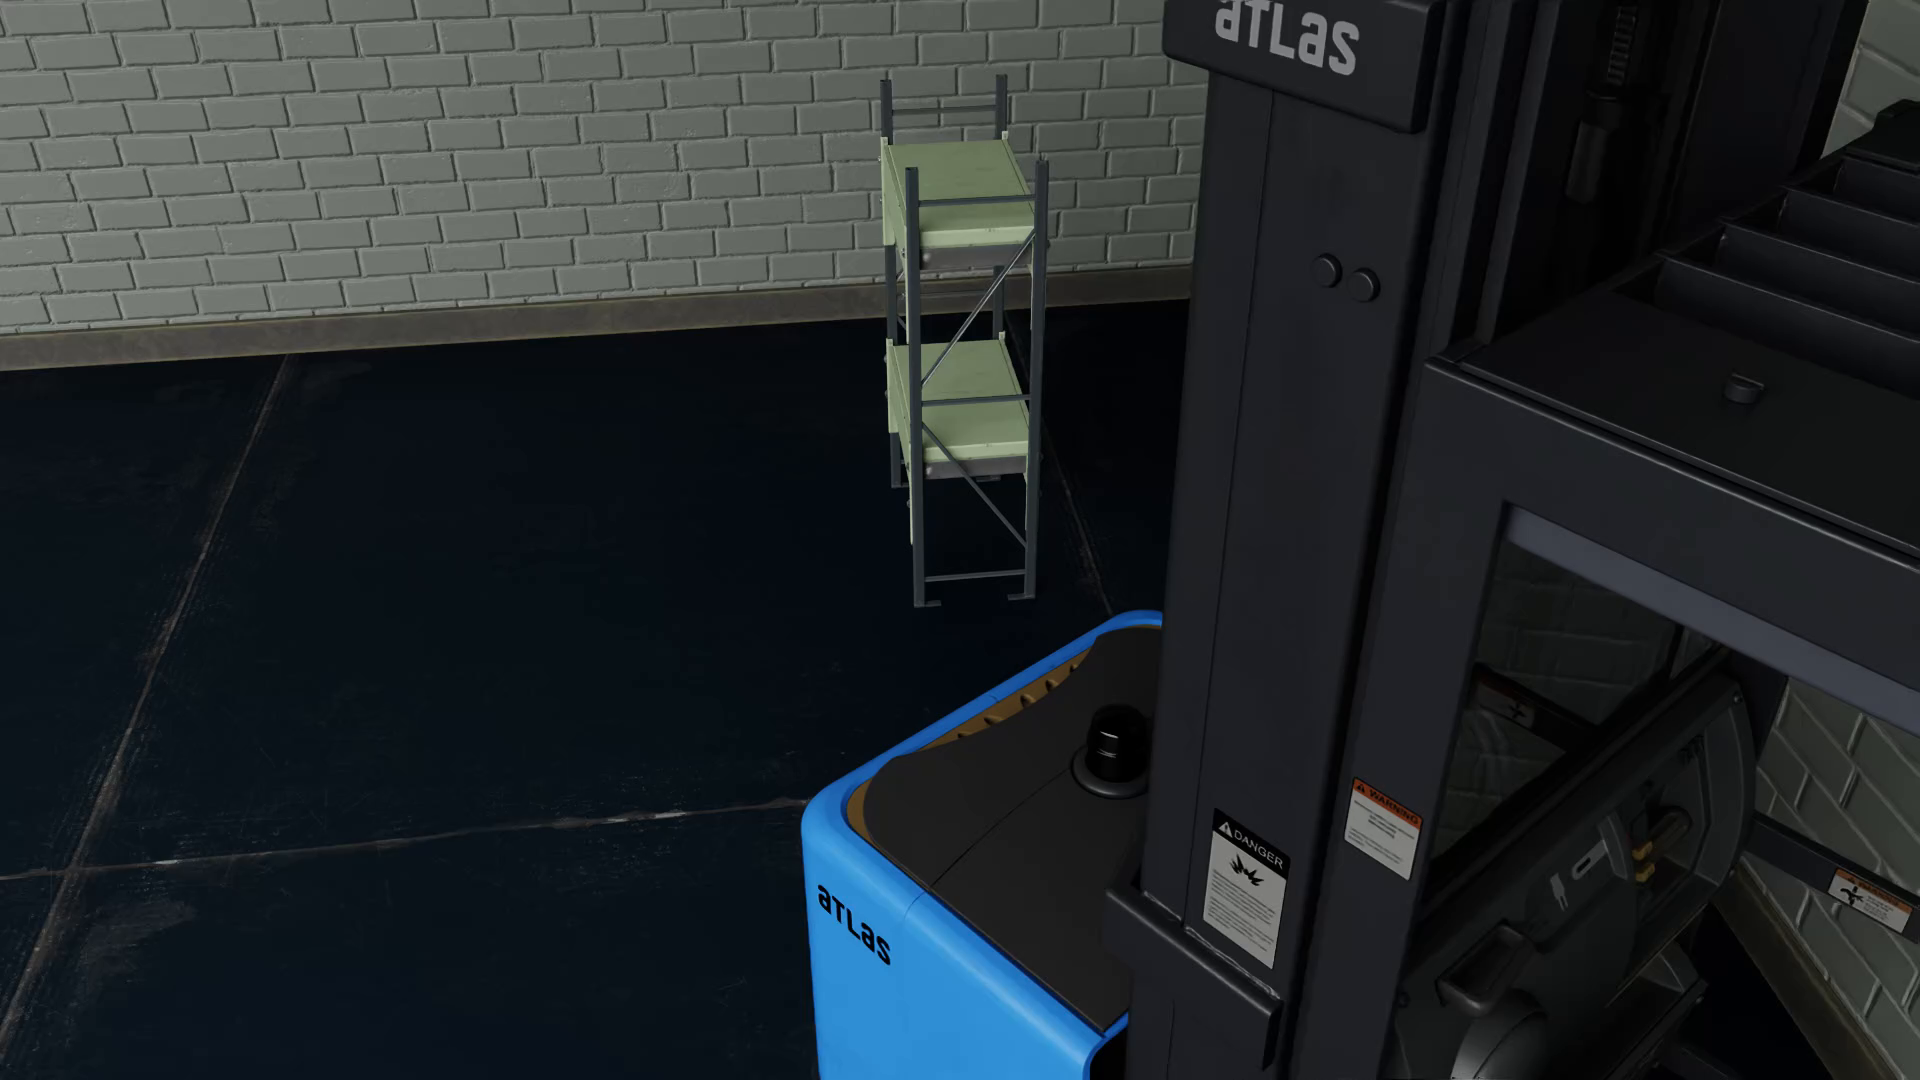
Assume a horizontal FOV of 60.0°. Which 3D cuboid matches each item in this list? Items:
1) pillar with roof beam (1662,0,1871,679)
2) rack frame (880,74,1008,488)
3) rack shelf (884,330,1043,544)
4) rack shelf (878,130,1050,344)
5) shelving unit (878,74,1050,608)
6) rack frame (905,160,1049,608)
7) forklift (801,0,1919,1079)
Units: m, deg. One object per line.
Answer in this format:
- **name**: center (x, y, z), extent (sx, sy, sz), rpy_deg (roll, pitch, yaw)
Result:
- **pillar with roof beam**: center (-2.503, -2.822, 1.900), extent (9.100, 9.000, 0.400), rpy_deg (-4, 35, -6)
- **rack frame**: center (-0.050, -0.828, 5.633), extent (0.400, 1.500, 0.023), rpy_deg (-4, 35, -6)
- **rack shelf**: center (-0.001, -0.354, 5.517), extent (0.431, 0.370, 0.720), rpy_deg (-4, 35, -6)
- **rack shelf**: center (-0.001, -0.946, 5.113), extent (0.431, 0.370, 0.720), rpy_deg (-4, 35, -6)
- **shelving unit**: center (-0.001, -0.623, 5.333), extent (0.431, 1.500, 0.755), rpy_deg (-4, 35, -6)
- **rack frame**: center (0.048, -0.419, 5.033), extent (0.400, 1.500, 0.023), rpy_deg (-4, 35, -6)
- **forklift**: center (1.047, 0.600, 2.267), extent (1.130, 2.935, 3.031), rpy_deg (-27, 43, -34)
